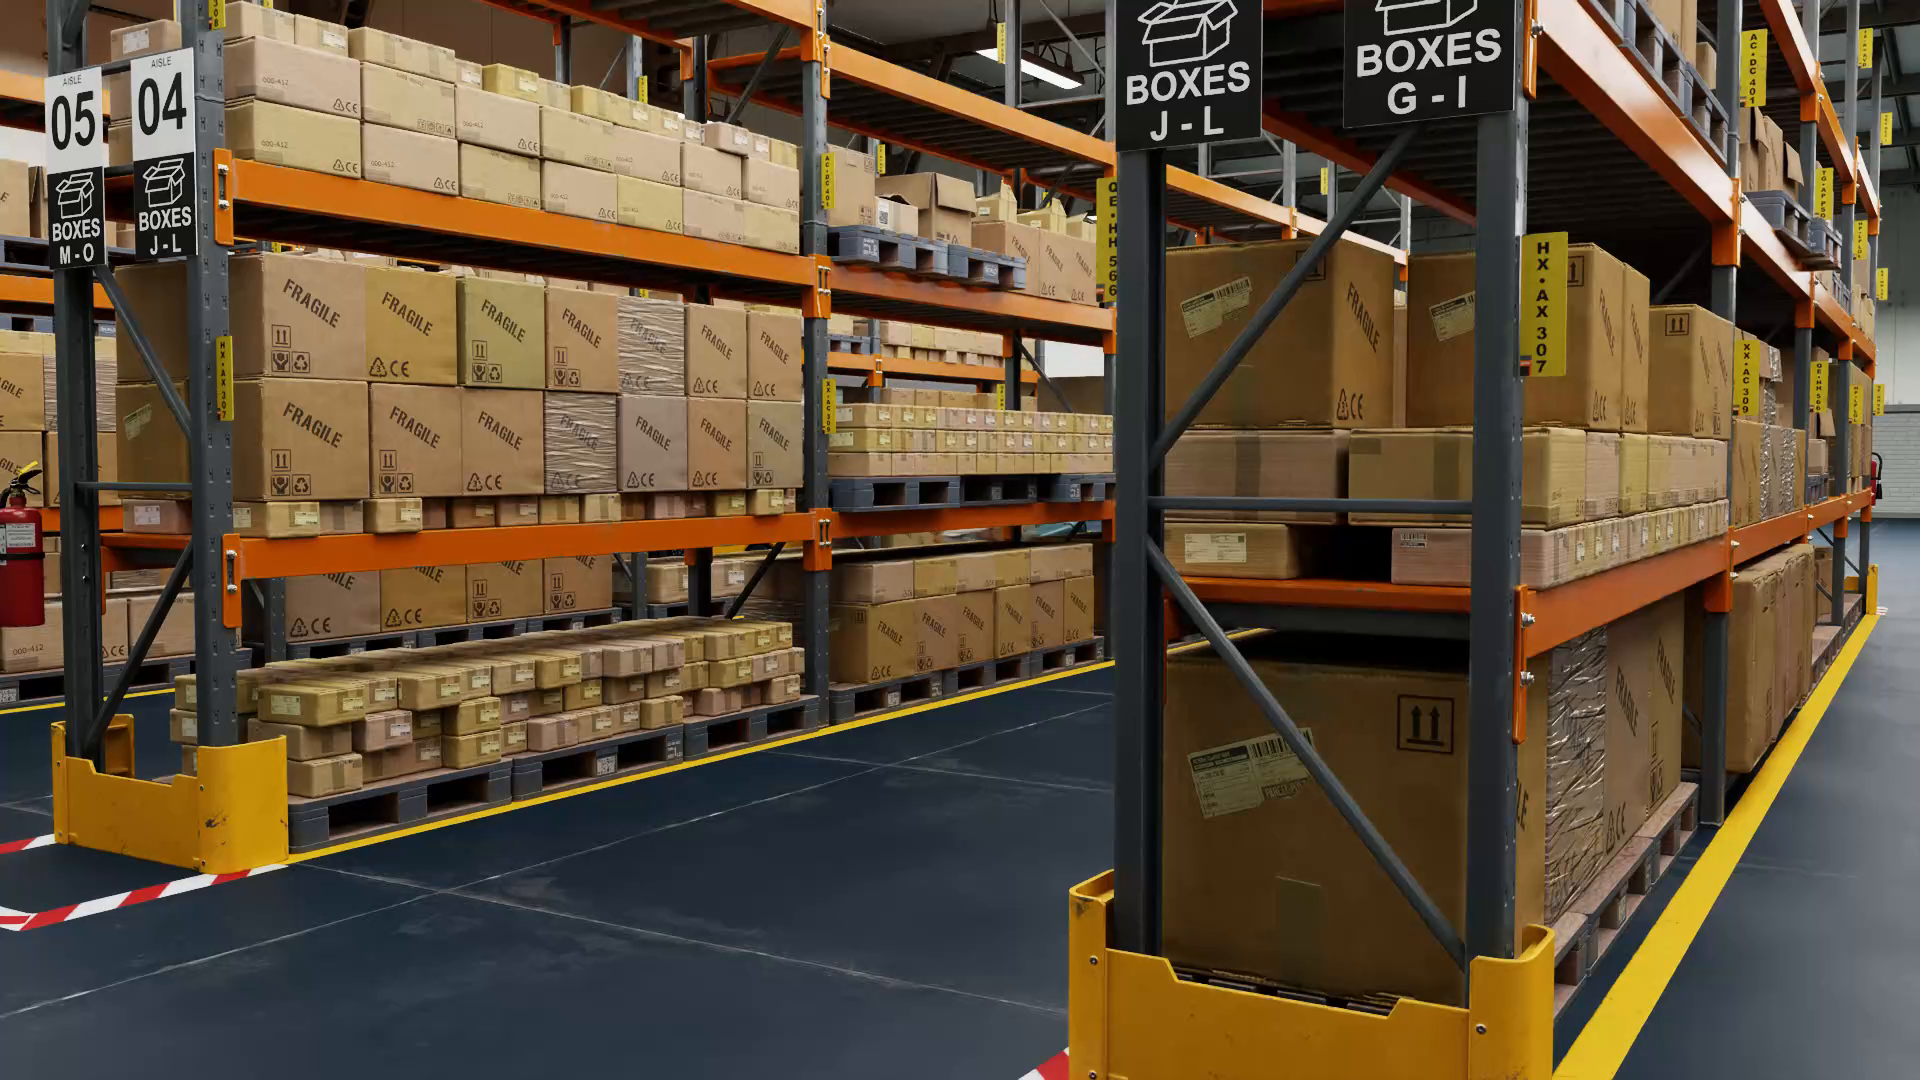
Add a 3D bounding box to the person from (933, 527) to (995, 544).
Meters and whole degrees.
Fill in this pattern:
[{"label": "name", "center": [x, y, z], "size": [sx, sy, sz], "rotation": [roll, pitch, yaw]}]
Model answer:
[{"label": "person", "center": [0.010, -0.055, 16.016], "size": [0.616, 1.754, 0.495], "rotation": [1, 3, 22]}]
